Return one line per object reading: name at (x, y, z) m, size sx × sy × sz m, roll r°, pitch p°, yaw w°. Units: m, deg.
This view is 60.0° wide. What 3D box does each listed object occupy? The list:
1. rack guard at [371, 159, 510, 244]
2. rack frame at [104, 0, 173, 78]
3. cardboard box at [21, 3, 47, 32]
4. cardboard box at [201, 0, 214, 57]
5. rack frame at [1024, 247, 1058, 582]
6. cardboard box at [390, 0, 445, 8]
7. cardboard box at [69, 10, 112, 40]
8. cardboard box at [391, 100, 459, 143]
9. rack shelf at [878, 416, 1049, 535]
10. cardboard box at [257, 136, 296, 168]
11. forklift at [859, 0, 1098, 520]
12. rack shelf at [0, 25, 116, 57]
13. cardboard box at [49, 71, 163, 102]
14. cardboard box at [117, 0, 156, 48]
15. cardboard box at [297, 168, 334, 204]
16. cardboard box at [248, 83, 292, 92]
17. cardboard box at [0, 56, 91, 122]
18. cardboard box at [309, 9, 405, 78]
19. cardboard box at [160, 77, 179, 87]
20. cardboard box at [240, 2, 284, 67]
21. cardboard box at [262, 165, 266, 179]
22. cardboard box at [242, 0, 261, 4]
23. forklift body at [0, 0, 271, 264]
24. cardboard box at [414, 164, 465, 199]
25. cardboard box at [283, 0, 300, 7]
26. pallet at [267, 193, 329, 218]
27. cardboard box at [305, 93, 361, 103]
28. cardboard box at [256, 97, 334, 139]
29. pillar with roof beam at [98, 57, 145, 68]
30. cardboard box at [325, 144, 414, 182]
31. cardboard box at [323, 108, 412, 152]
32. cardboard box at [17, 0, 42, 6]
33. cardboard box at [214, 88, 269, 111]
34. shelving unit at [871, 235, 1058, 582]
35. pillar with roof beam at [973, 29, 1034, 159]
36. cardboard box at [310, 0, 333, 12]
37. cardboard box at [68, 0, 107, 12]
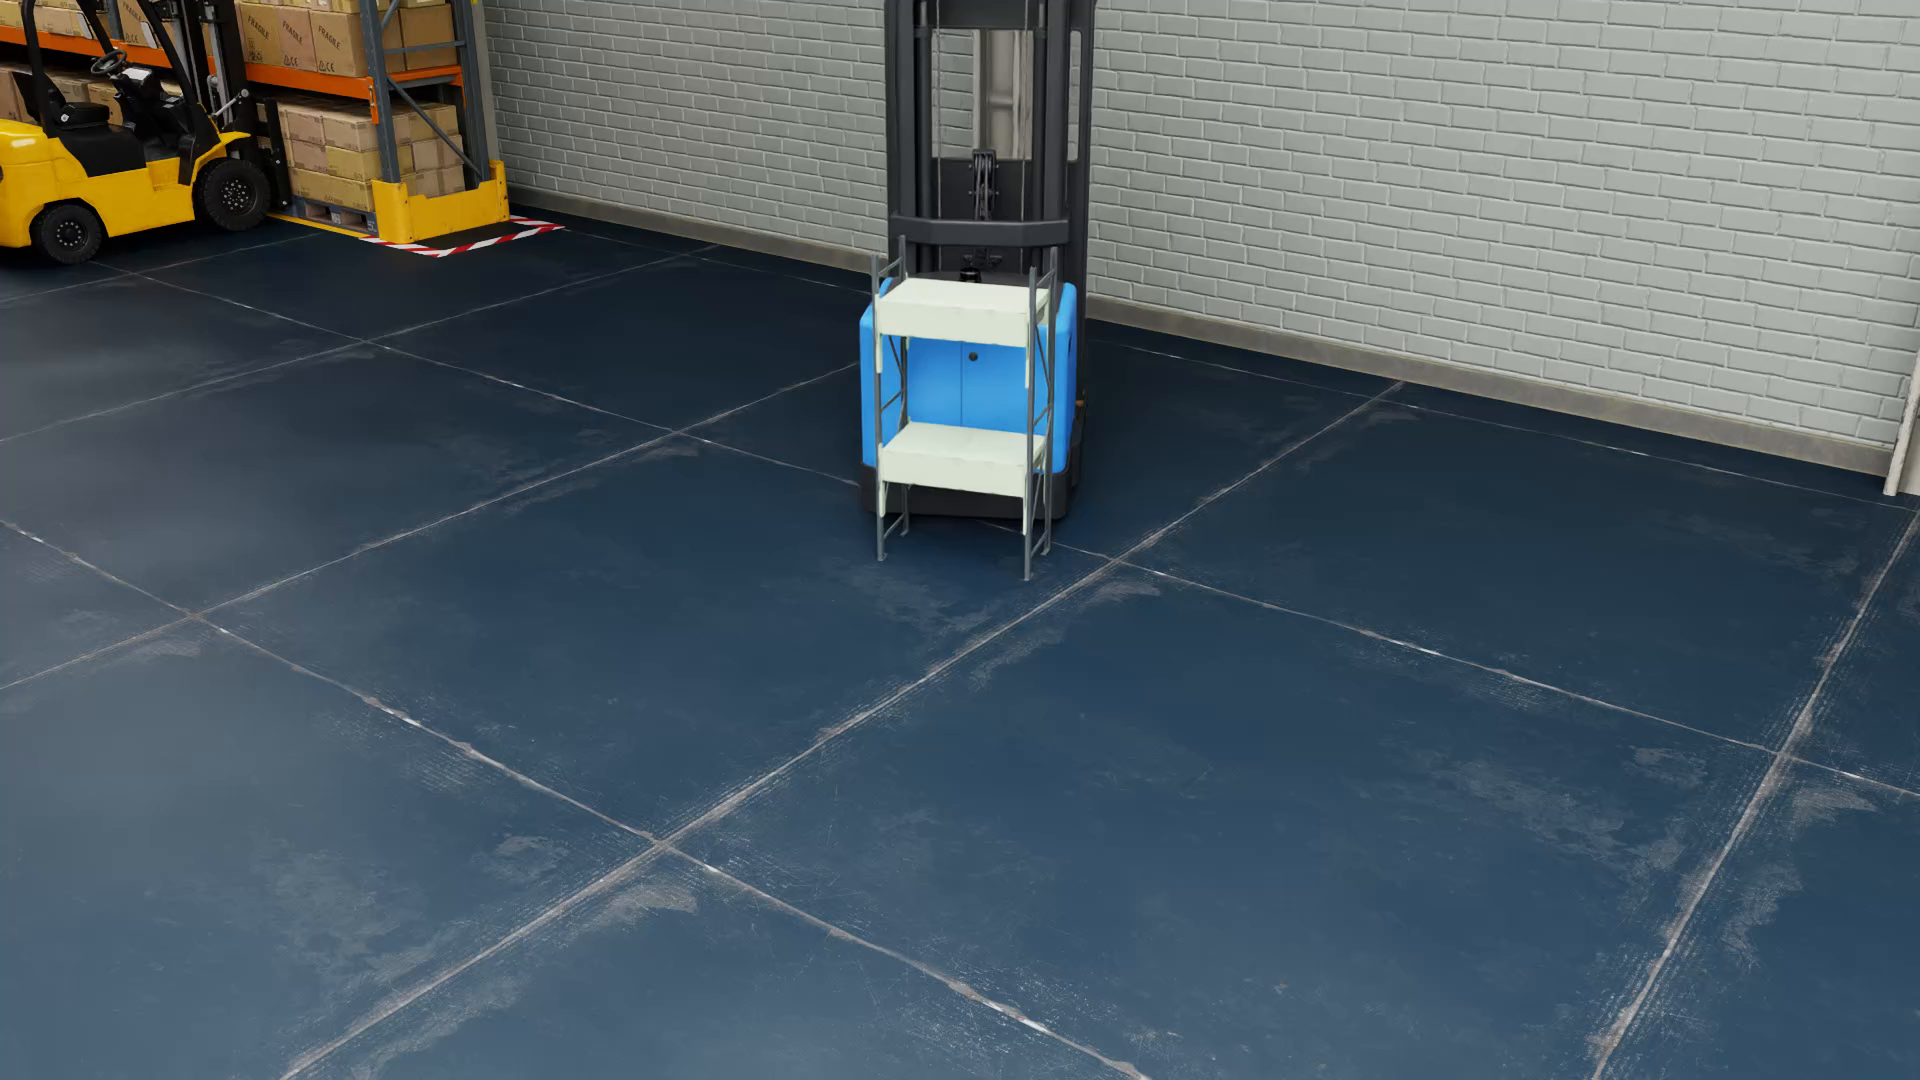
rack guard at (-4.430, -2.912, 14.240) m, size 0.348 × 0.500 × 1.175 m, roll 17°, pitch 29°, yaw 33°
rack frame at (-7.649, -5.029, 15.944) m, size 0.127 × 3.000 × 1.000 m, roll 17°, pitch 29°, yaw 33°
cardboard box at (-8.994, -5.248, 16.626) m, size 0.500 × 0.250 × 0.500 m, roll 17°, pitch 29°, yaw 34°
cardboard box at (-6.618, -4.641, 14.939) m, size 0.500 × 0.500 × 0.500 m, roll 16°, pitch 29°, yaw 33°
rack frame at (0.373, -0.567, 7.678) m, size 0.023 × 1.500 × 0.400 m, roll 7°, pitch 25°, yaw 16°
cardboard box at (-4.565, -4.570, 13.974) m, size 0.250 × 0.149 × 0.380 m, roll 16°, pitch 28°, yaw 32°
cardboard box at (-8.210, -4.998, 16.060) m, size 0.500 × 0.250 × 0.500 m, roll 18°, pitch 29°, yaw 34°
cardboard box at (-4.720, -3.631, 14.419) m, size 0.500 × 0.250 × 0.500 m, roll 16°, pitch 29°, yaw 33°
rack shelf at (0.024, -0.314, 7.910) m, size 0.720 × 0.370 × 0.431 m, roll 7°, pitch 25°, yaw 16°
cardboard box at (-5.846, -3.484, 14.707) m, size 0.500 × 0.250 × 0.500 m, roll 16°, pitch 28°, yaw 32°
forklift at (0.180, -2.001, 9.157) m, size 1.130 × 2.935 × 3.031 m, roll 3°, pitch 24°, yaw 6°
rack shelf at (-9.250, -5.184, 17.187) m, size 4.000 × 0.370 × 1.077 m, roll 17°, pitch 29°, yaw 33°
cardboard box at (-8.690, -4.447, 17.048) m, size 0.625 × 0.625 × 0.875 m, roll 16°, pitch 29°, yaw 33°
cardboard box at (-7.451, -4.884, 15.489) m, size 0.500 × 0.500 × 0.500 m, roll 16°, pitch 28°, yaw 32°
cardboard box at (-5.406, -3.131, 14.525) m, size 0.500 × 0.250 × 0.500 m, roll 17°, pitch 29°, yaw 33°
cardboard box at (-6.329, -4.120, 15.529) m, size 0.500 × 0.250 × 0.500 m, roll 17°, pitch 29°, yaw 34°
cardboard box at (-9.832, -4.791, 17.829) m, size 0.625 × 0.625 × 0.875 m, roll 18°, pitch 29°, yaw 35°
cardboard box at (-5.000, -4.142, 13.807) m, size 0.500 × 0.500 × 0.500 m, roll 16°, pitch 28°, yaw 32°
cardboard box at (-7.451, -4.203, 15.717) m, size 0.500 × 0.250 × 0.500 m, roll 16°, pitch 29°, yaw 33°
cardboard box at (-5.820, -4.394, 14.379) m, size 0.500 × 0.500 × 0.500 m, roll 16°, pitch 29°, yaw 32°
cardboard box at (-6.230, -3.373, 15.075) m, size 0.500 × 0.250 × 0.500 m, roll 18°, pitch 29°, yaw 35°
cardboard box at (-5.935, -4.700, 14.269) m, size 0.250 × 0.149 × 0.380 m, roll 17°, pitch 29°, yaw 34°
forklift body at (-7.060, -3.544, 13.625) m, size 1.214 × 2.155 × 2.313 m, roll 17°, pitch 29°, yaw 33°
cardboard box at (-4.724, -3.178, 14.631) m, size 0.500 × 0.250 × 0.500 m, roll 17°, pitch 29°, yaw 34°
cardboard box at (-5.479, -4.596, 14.033) m, size 0.250 × 0.149 × 0.380 m, roll 17°, pitch 29°, yaw 33°
pallet at (-6.058, -3.253, 15.370) m, size 1.213 × 0.211 × 1.003 m, roll 17°, pitch 29°, yaw 33°
cardboard box at (-5.516, -3.875, 14.973) m, size 0.500 × 0.250 × 0.500 m, roll 17°, pitch 29°, yaw 33°
cardboard box at (-5.826, -3.705, 14.587) m, size 0.500 × 0.250 × 0.500 m, roll 17°, pitch 29°, yaw 34°
pillar with roof beam at (-11.848, -7.328, 13.722) m, size 0.400 × 9.000 × 9.100 m, roll 17°, pitch 29°, yaw 33°
cardboard box at (-5.026, -3.242, 14.156) m, size 0.500 × 0.250 × 0.500 m, roll 16°, pitch 29°, yaw 33°
cardboard box at (-5.004, -3.464, 14.041) m, size 0.500 × 0.250 × 0.500 m, roll 18°, pitch 29°, yaw 35°
cardboard box at (-9.017, -5.473, 16.518) m, size 0.500 × 0.250 × 0.500 m, roll 17°, pitch 29°, yaw 34°
cardboard box at (-6.642, -3.959, 15.164) m, size 0.500 × 0.250 × 0.500 m, roll 18°, pitch 29°, yaw 35°
shelving unit at (0.024, -0.612, 7.779) m, size 0.755 × 1.500 × 0.431 m, roll 7°, pitch 25°, yaw 16°
pillar with roof beam at (-2.246, -4.427, 7.136) m, size 0.400 × 9.000 × 9.100 m, roll 17°, pitch 29°, yaw 33°
cardboard box at (-5.117, -4.450, 13.702) m, size 0.250 × 0.149 × 0.380 m, roll 17°, pitch 29°, yaw 34°
cardboard box at (-8.196, -5.226, 15.956) m, size 0.500 × 0.250 × 0.500 m, roll 16°, pitch 28°, yaw 32°
